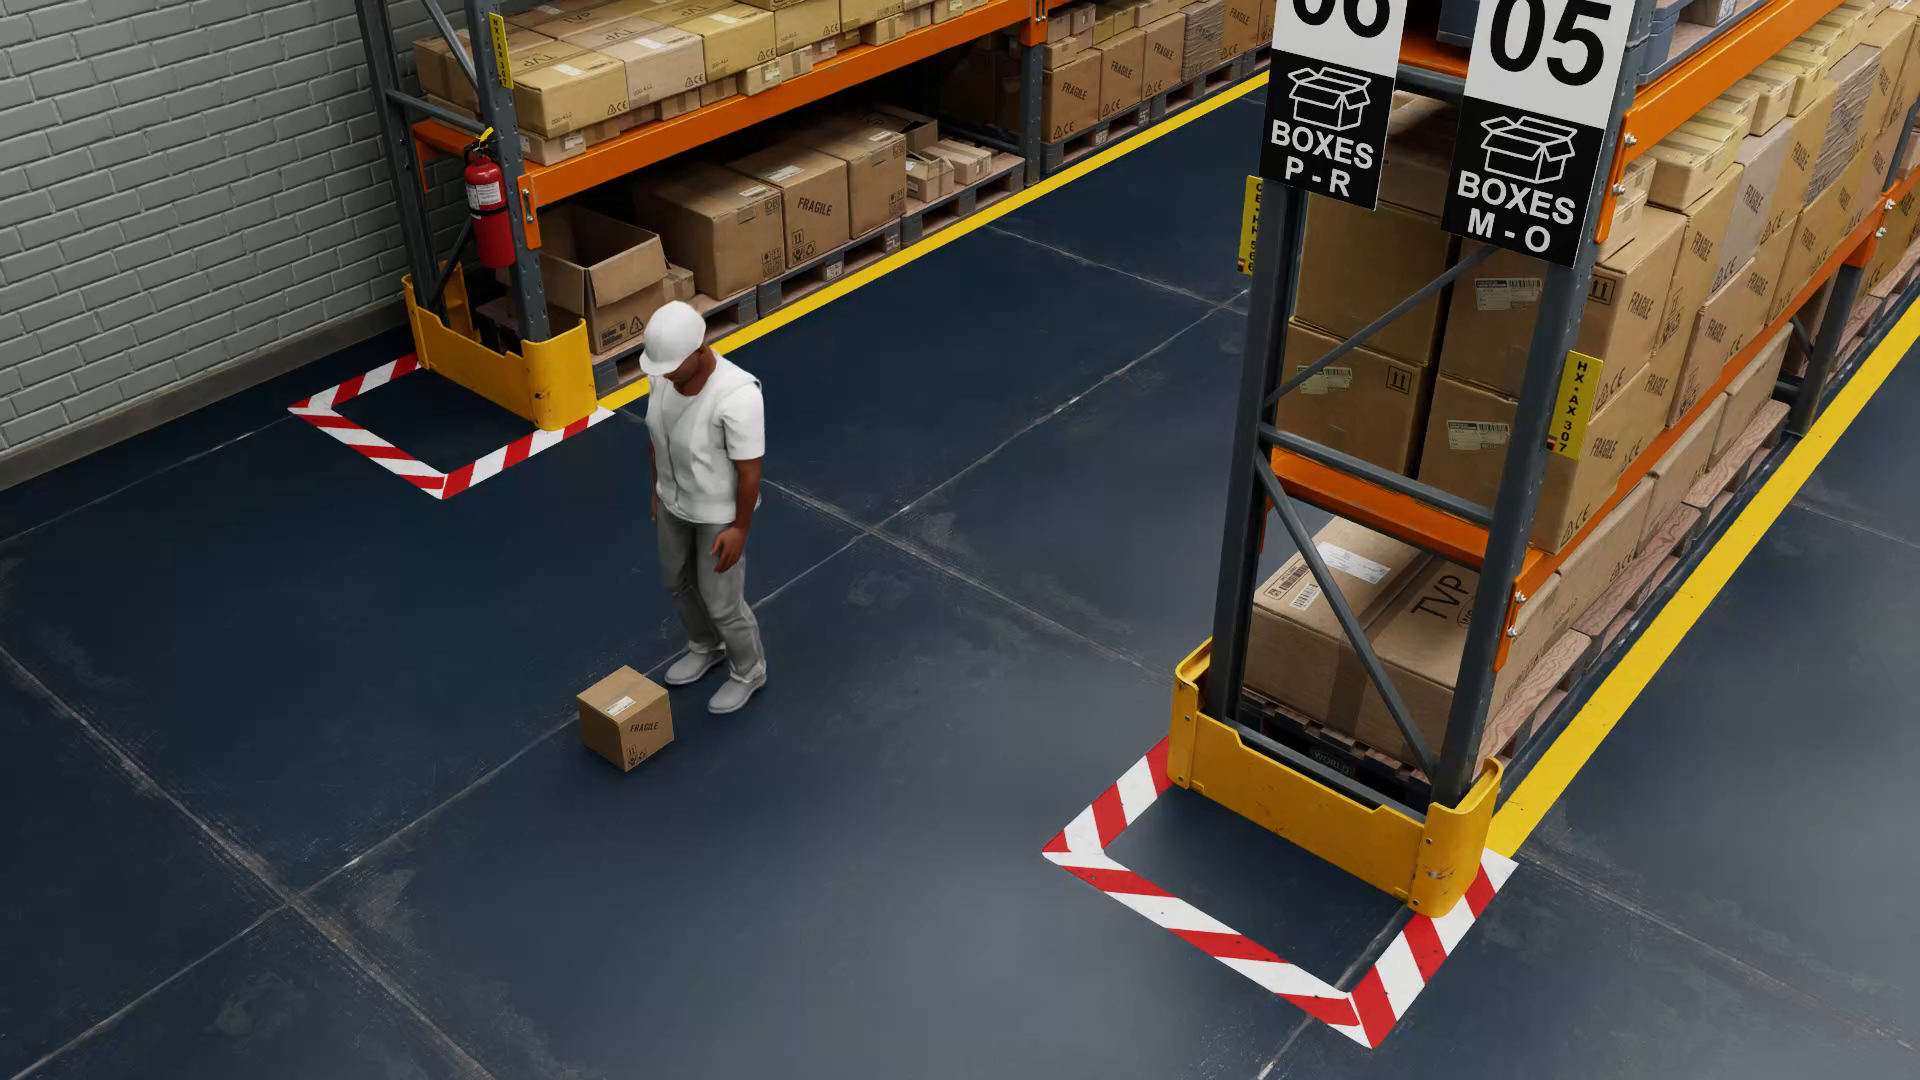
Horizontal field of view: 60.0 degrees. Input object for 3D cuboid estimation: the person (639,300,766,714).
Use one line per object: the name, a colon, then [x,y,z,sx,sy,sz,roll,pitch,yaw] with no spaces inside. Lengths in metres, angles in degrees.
person: [-0.973,-0.123,6.324,0.578,1.747,0.396,26,43,33]
